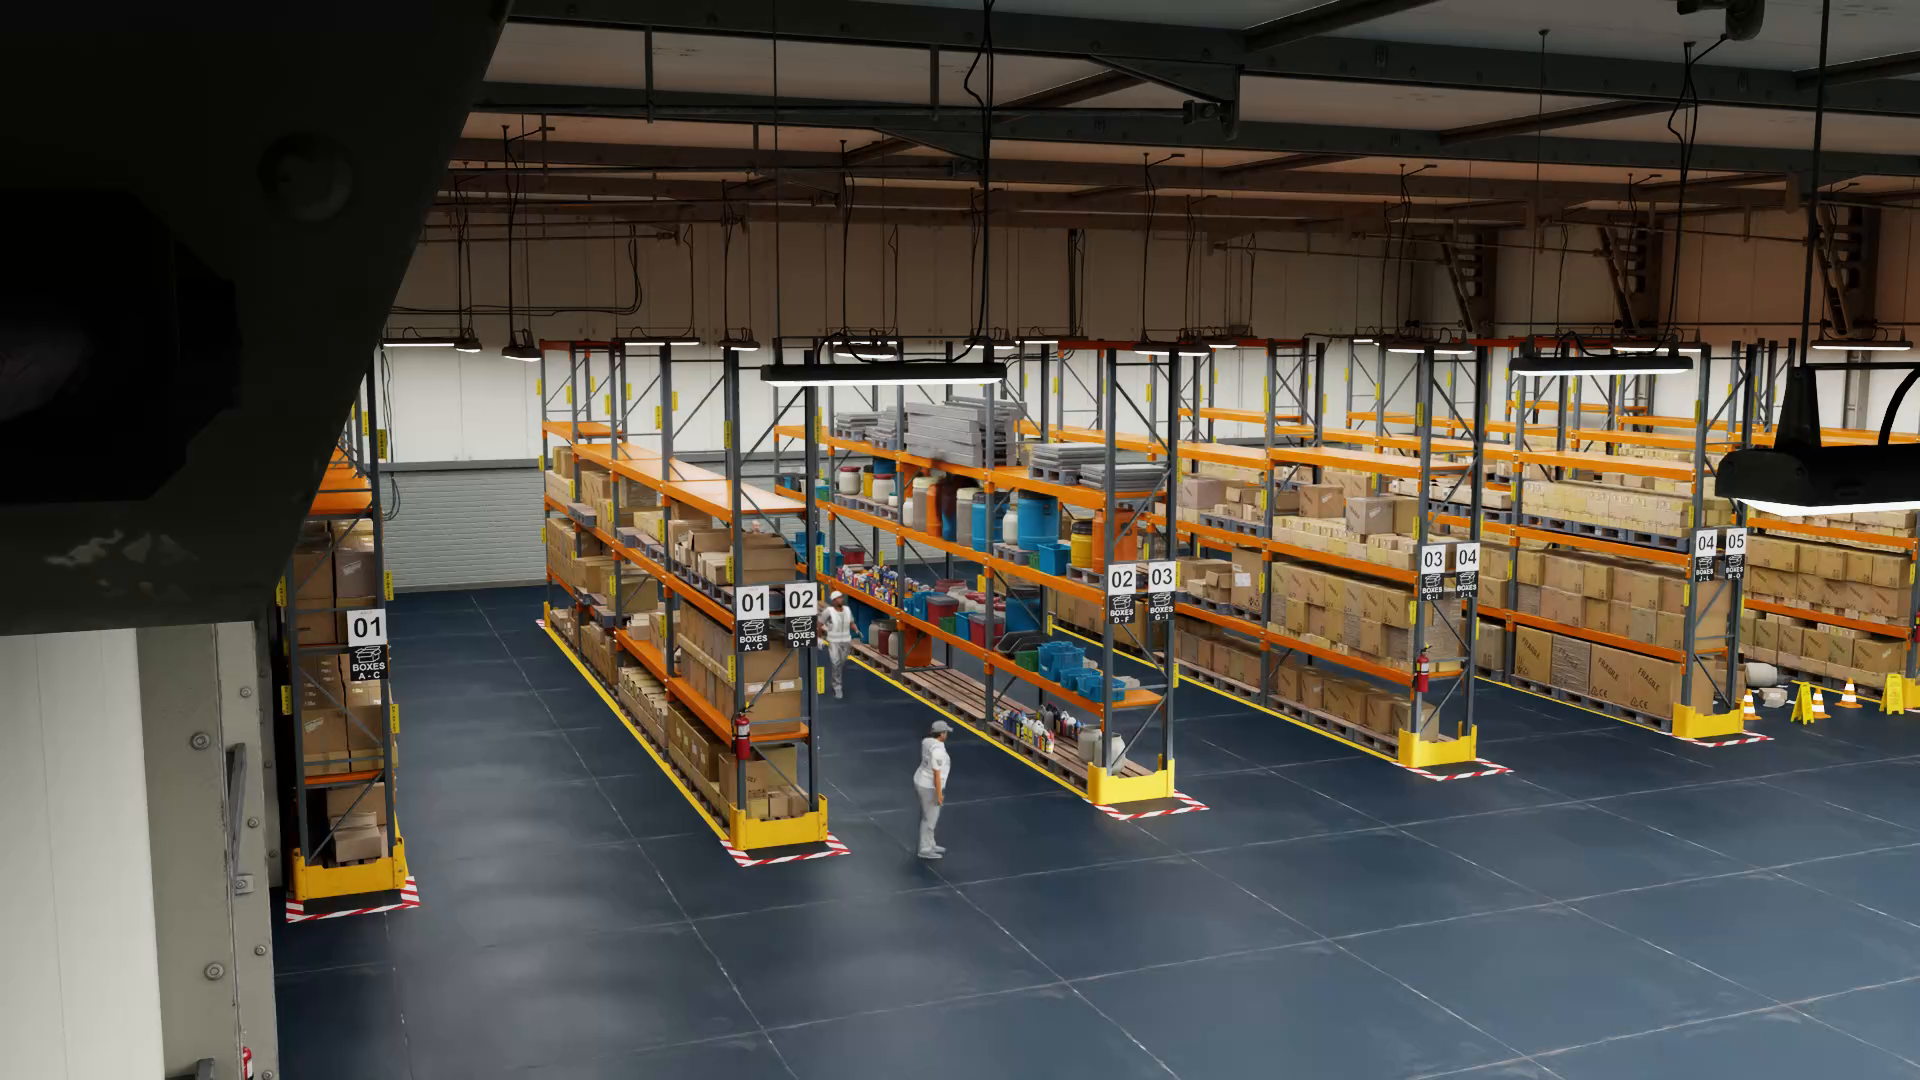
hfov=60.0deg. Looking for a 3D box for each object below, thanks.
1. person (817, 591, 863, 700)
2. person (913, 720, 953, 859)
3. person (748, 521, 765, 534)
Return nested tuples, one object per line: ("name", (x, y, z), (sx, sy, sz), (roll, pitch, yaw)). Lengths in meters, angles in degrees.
("person", (-2.074, 1.767, 28.448), (0.710, 1.803, 0.871), (-3, 8, -21))
("person", (-0.309, 2.956, 19.782), (0.468, 1.664, 0.512), (-2, 8, -14))
("person", (-4.736, 0.417, 38.803), (0.669, 1.730, 1.106), (-1, 8, -11))
